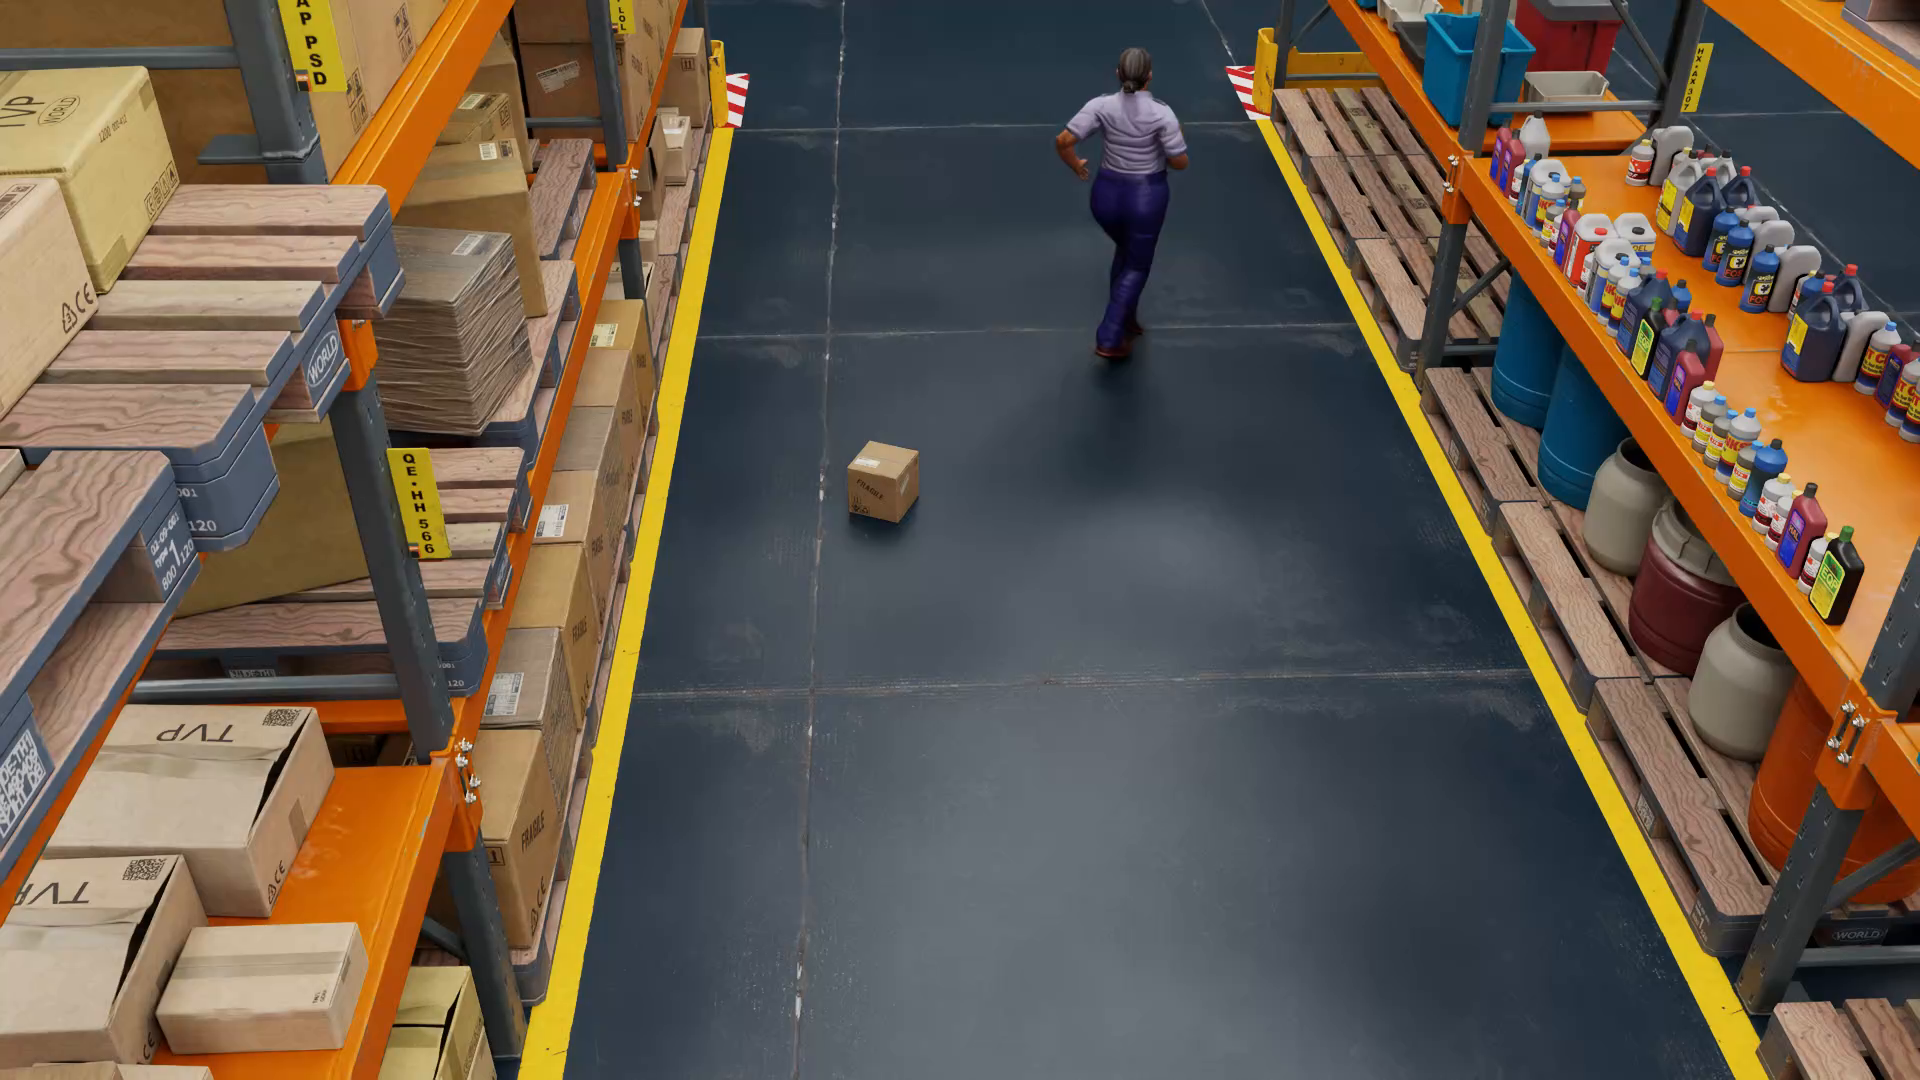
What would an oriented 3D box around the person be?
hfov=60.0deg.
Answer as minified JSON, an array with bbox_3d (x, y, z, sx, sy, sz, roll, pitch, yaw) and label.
[{"bbox_3d":[0.855,-1.692,8.563,0.618,1.697,0.614,18,39,24],"label":"person"}]
